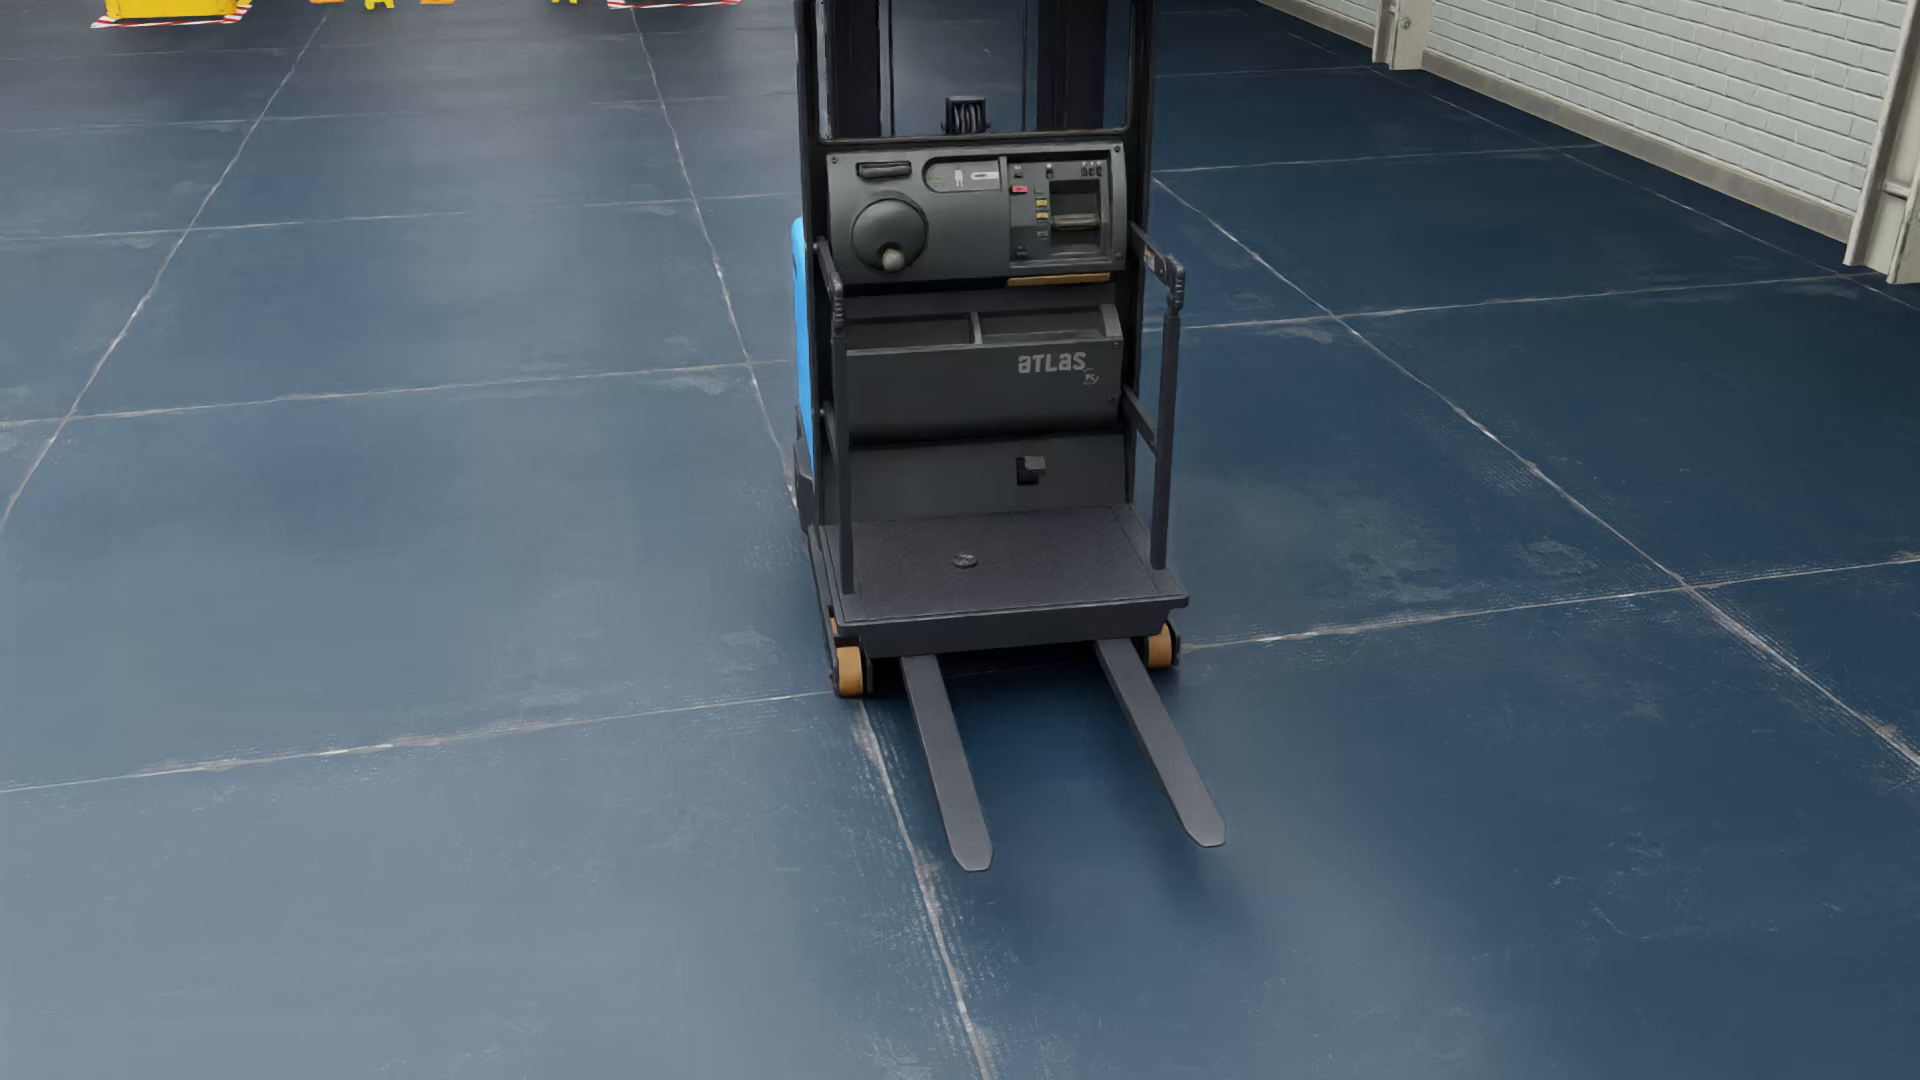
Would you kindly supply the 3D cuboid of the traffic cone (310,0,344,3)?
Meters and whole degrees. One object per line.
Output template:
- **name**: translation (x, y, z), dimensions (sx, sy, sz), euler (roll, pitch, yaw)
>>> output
- **traffic cone**: translation (-6.651, -5.887, 17.399), dimensions (0.336, 0.463, 0.334), euler (-6, 27, -12)

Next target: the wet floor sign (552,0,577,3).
- **wet floor sign**: translation (-4.115, -5.946, 17.314), dimensions (0.267, 0.644, 0.232), euler (3, 27, 6)

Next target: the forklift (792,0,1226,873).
- **forklift**: translation (0.095, -0.985, 4.948), dimensions (1.130, 2.935, 3.031), euler (-4, 27, -8)

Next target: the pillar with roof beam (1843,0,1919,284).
- **pillar with roof beam**: translation (0.951, -5.065, 6.297), dimensions (9.100, 9.000, 0.400), euler (-6, 27, -12)

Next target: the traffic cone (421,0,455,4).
- **traffic cone**: translation (-5.474, -5.852, 17.331), dimensions (0.336, 0.463, 0.334), euler (-6, 27, -12)

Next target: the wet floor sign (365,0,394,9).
- **wet floor sign**: translation (-5.979, -5.779, 16.984), dimensions (0.267, 0.644, 0.232), euler (-11, 29, -20)
